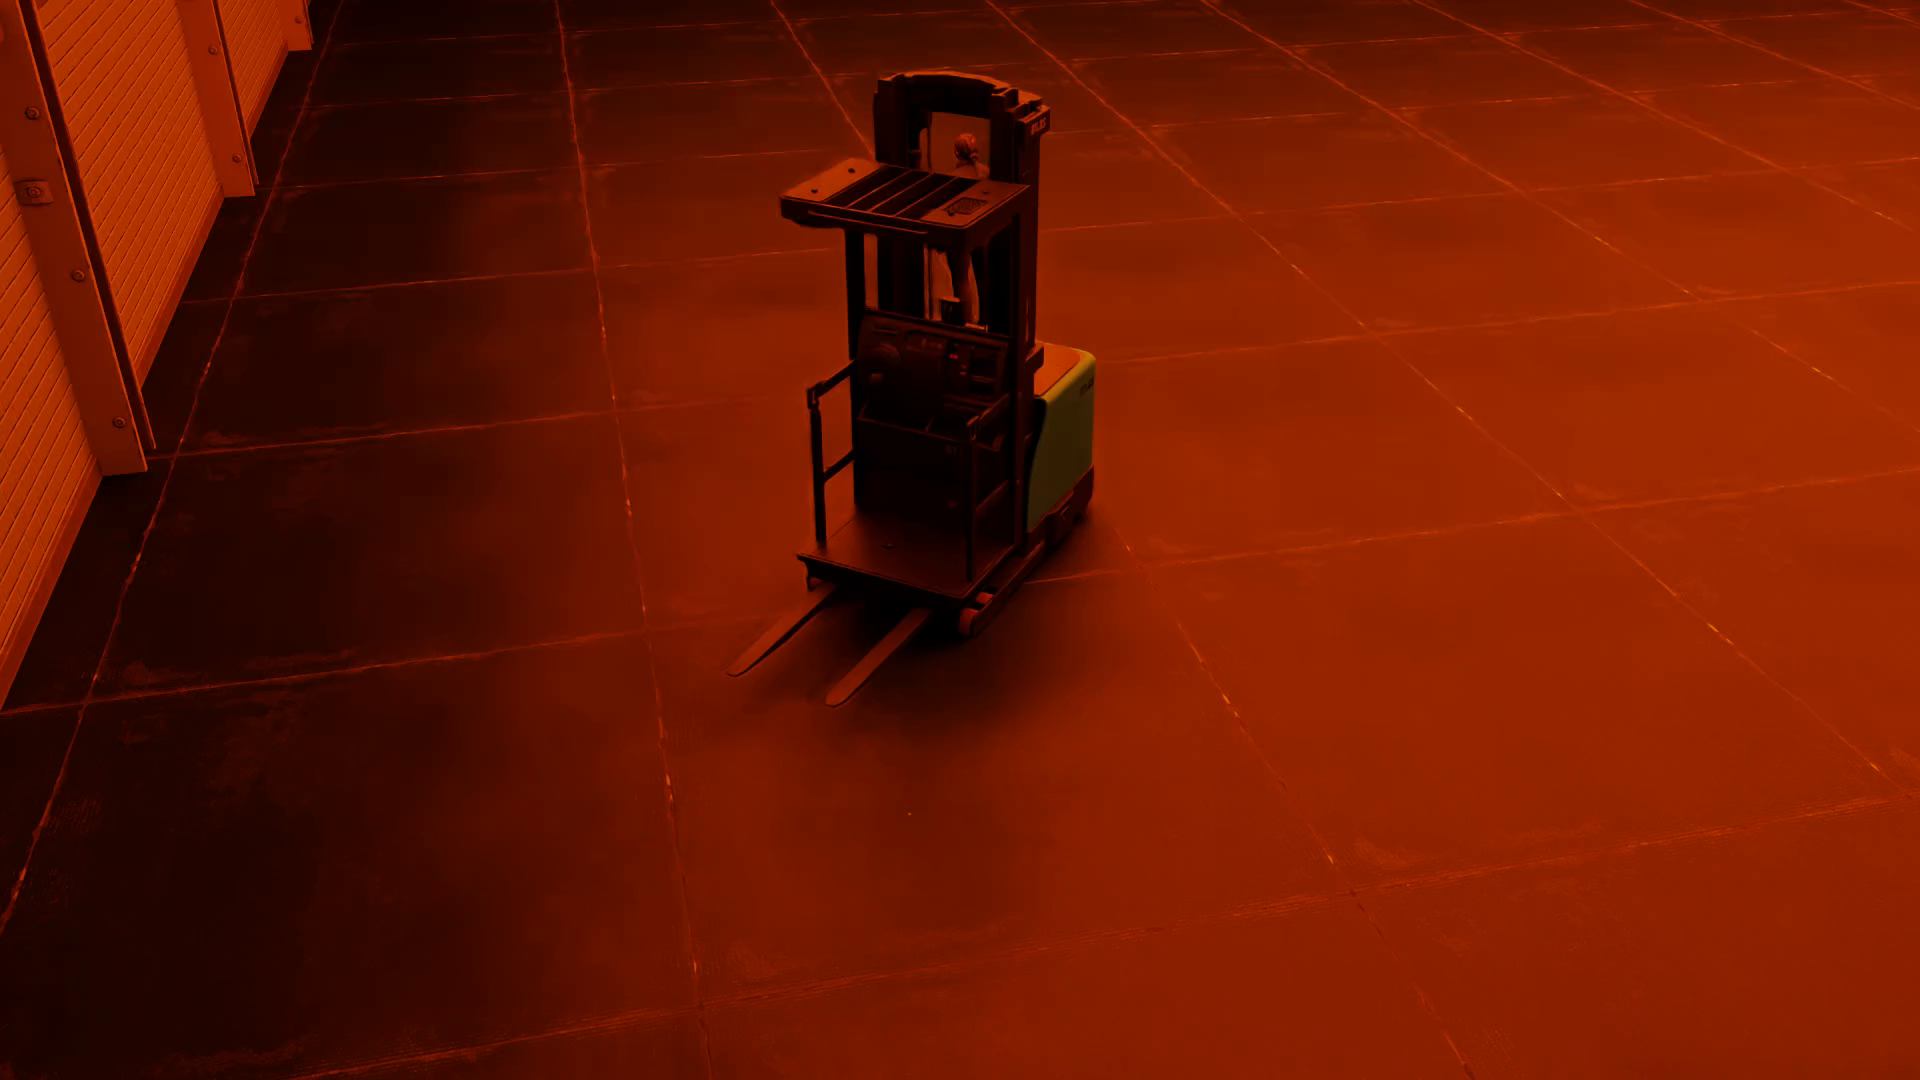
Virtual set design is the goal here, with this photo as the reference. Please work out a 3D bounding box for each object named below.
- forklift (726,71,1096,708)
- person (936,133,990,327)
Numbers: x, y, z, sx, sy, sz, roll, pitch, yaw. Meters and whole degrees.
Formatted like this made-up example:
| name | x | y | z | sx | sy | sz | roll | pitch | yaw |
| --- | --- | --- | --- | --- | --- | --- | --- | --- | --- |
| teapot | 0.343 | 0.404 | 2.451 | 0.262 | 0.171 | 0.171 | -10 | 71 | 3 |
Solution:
| name | x | y | z | sx | sy | sz | roll | pitch | yaw |
| --- | --- | --- | --- | --- | --- | --- | --- | --- | --- |
| forklift | -0.256 | -0.966 | 9.243 | 1.130 | 2.935 | 3.031 | 14 | 33 | 23 |
| person | 0.050 | -2.399 | 12.977 | 0.569 | 1.655 | 0.504 | -10 | 32 | -17 |
